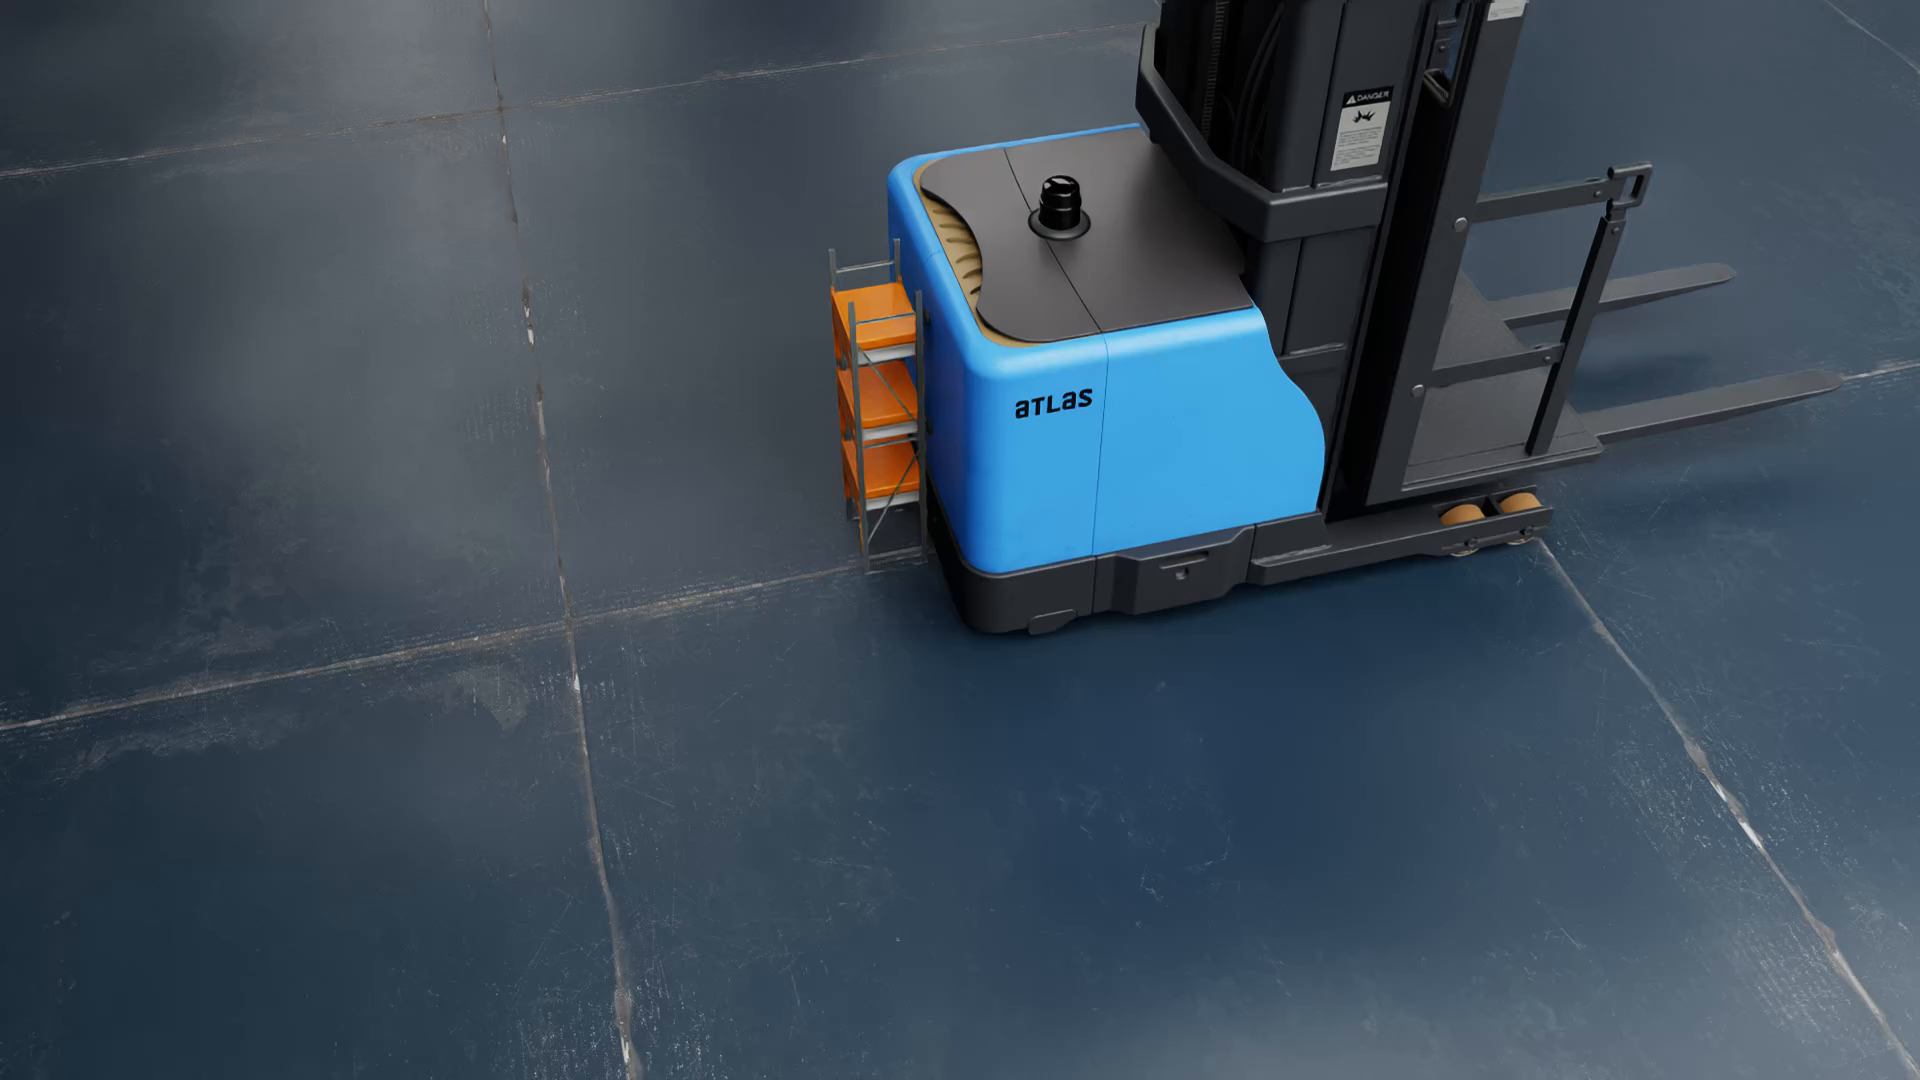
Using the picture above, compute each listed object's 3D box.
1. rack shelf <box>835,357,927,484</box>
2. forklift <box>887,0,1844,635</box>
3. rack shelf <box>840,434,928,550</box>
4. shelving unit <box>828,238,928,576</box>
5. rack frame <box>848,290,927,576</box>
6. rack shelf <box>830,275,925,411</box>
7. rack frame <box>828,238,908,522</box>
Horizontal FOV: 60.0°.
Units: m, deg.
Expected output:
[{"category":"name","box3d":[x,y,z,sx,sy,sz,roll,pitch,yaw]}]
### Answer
[{"category":"rack shelf","box3d":[-0.231,-0.355,4.877,0.215,0.259,0.240,-11,47,-11]},{"category":"forklift","box3d":[1.349,-1.330,4.501,3.031,2.935,1.130,-11,47,-11]},{"category":"rack shelf","box3d":[-0.231,-0.160,5.076,0.215,0.259,0.240,-11,47,-11]},{"category":"shelving unit","box3d":[-0.231,-0.362,4.870,0.215,1.050,0.252,-11,47,-11]},{"category":"rack frame","box3d":[-0.199,-0.278,4.787,0.200,1.050,0.008,-11,47,-11]},{"category":"rack shelf","box3d":[-0.231,-0.553,4.675,0.215,0.259,0.240,-11,47,-11]},{"category":"rack frame","box3d":[-0.263,-0.446,4.952,0.200,1.050,0.008,-11,47,-11]}]
